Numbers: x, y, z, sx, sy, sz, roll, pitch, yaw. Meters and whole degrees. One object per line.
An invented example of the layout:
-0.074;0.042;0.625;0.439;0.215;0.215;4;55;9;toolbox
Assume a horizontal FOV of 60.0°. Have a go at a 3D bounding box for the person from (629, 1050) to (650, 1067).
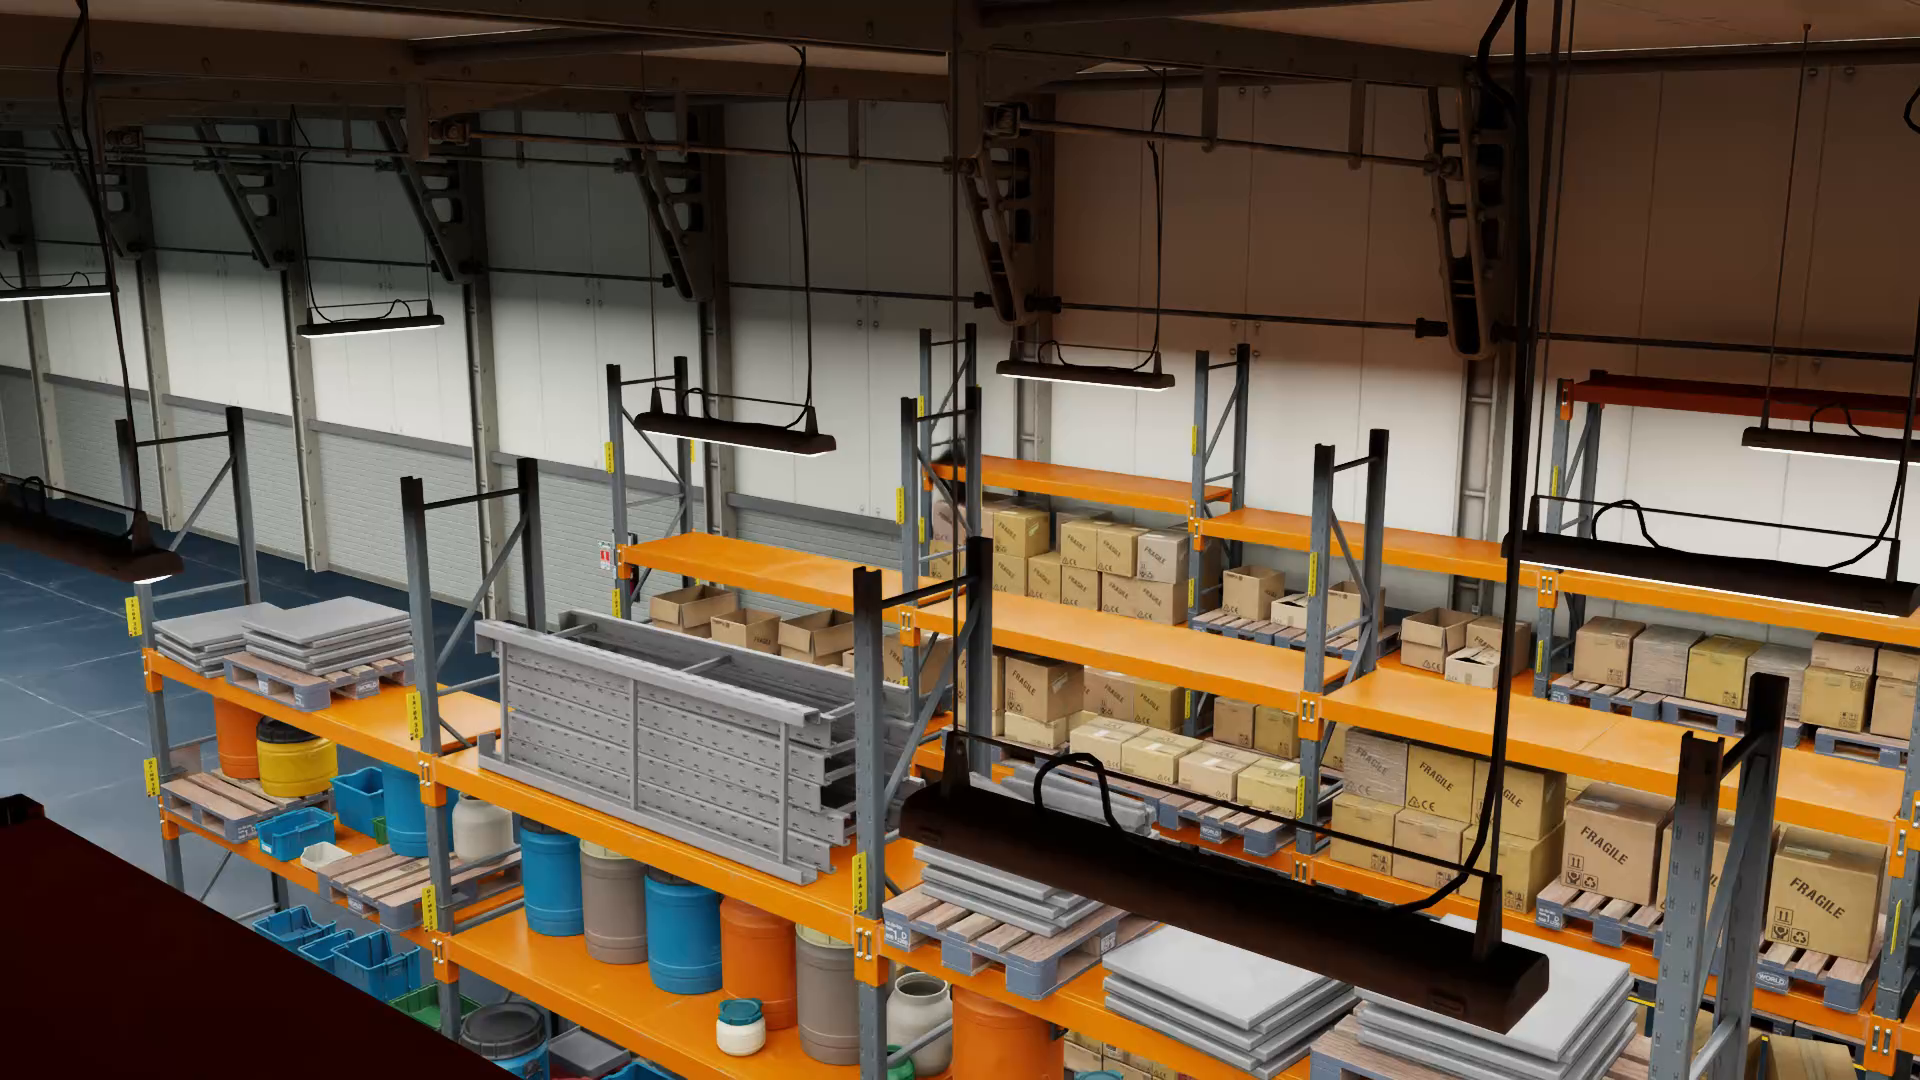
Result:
-2.862;4.170;14.004;0.677;1.669;0.582;-12;17;-42;person
